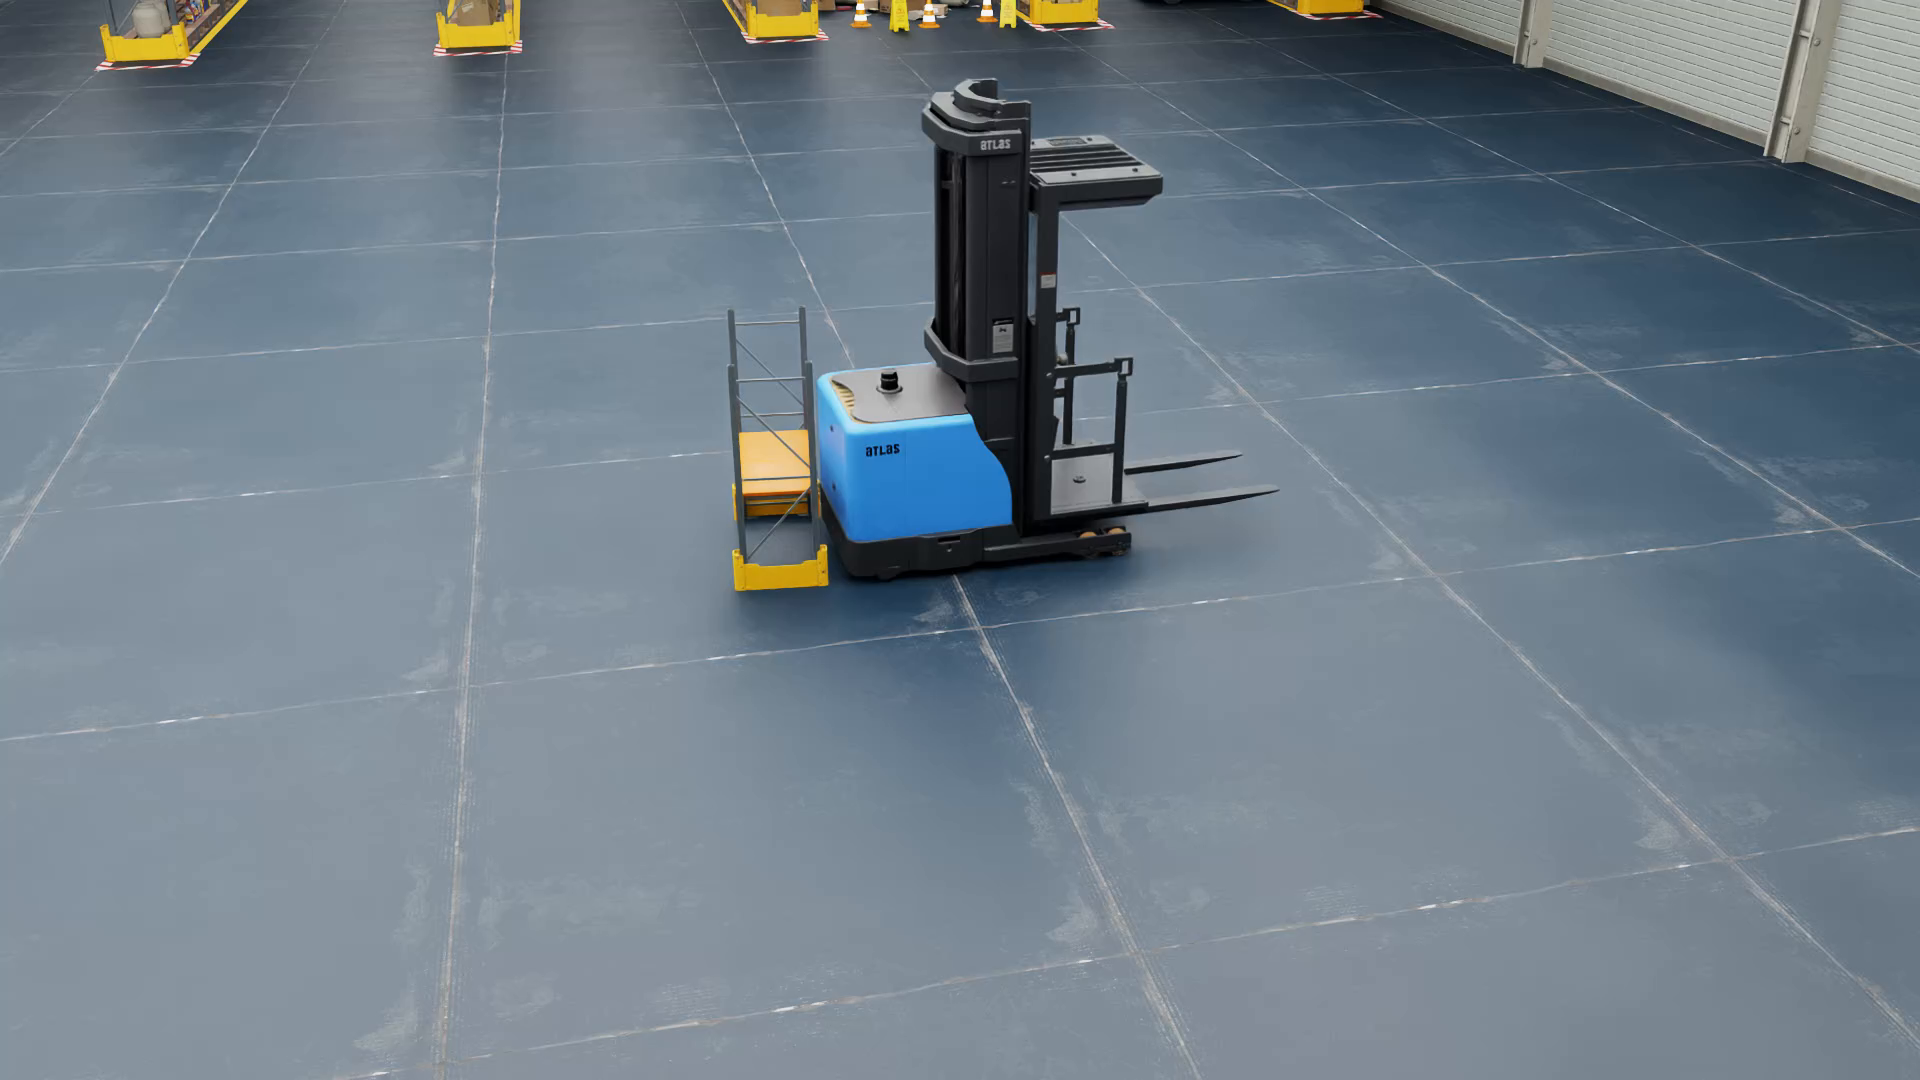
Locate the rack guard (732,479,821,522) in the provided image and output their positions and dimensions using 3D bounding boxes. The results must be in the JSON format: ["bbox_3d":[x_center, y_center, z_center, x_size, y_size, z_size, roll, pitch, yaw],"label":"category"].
[{"bbox_3d":[-1.250,-0.270,11.354,0.587,0.250,0.087,-3,27,-6],"label":"rack guard"}]

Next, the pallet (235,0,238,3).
[{"bbox_3d":[-14.045,-10.256,31.182,1.003,0.211,1.213,-6,27,-12],"label":"pallet"}]

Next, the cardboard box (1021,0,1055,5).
[{"bbox_3d":[1.381,-9.675,29.521,0.500,0.250,0.500,-6,27,-12],"label":"cardboard box"}]

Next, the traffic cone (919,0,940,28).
[{"bbox_3d":[-0.528,-9.040,28.493,0.336,0.463,0.334,-6,27,-12],"label":"traffic cone"}]

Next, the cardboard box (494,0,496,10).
[{"bbox_3d":[-8.239,-9.254,28.409,0.500,0.500,0.500,-3,27,-7],"label":"cardboard box"}]

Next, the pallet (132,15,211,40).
[{"bbox_3d":[-13.162,-8.543,27.788,1.003,0.211,1.213,-6,27,-12],"label":"pallet"}]

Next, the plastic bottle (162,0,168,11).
[{"bbox_3d":[-13.623,-9.154,28.443,0.097,0.271,0.097,0,27,0],"label":"plastic bottle"}]

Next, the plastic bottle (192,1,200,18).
[{"bbox_3d":[-12.900,-8.957,28.053,0.097,0.271,0.097,0,27,0],"label":"plastic bottle"}]

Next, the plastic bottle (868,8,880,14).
[{"bbox_3d":[-1.569,-9.512,29.875,0.133,0.061,0.283,-16,31,-29],"label":"plastic bottle"}]

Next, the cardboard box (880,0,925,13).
[{"bbox_3d":[-1.032,-9.776,29.907,0.637,0.503,0.797,19,32,32],"label":"cardboard box"}]

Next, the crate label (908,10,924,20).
[{"bbox_3d":[-0.765,-9.233,29.238,0.250,0.136,0.298,-23,35,-38],"label":"crate label"}]

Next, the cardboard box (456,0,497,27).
[{"bbox_3d":[-7.949,-8.718,27.348,0.500,0.500,0.500,-1,27,-2],"label":"cardboard box"}]

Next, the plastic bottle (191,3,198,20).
[{"bbox_3d":[-12.855,-8.868,27.877,0.097,0.271,0.097,0,27,0],"label":"plastic bottle"}]

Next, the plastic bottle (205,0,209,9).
[{"bbox_3d":[-13.125,-9.384,28.811,0.144,0.351,0.185,-7,28,-13],"label":"plastic bottle"}]

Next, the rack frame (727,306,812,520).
[{"bbox_3d":[-1.250,-0.828,11.073,0.500,1.500,0.032,-3,27,-6],"label":"rack frame"}]

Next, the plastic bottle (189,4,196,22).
[{"bbox_3d":[-12.788,-8.780,27.689,0.061,0.283,0.133,-5,27,-11],"label":"plastic bottle"}]

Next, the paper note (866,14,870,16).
[{"bbox_3d":[-1.659,-9.346,29.581,0.144,0.017,0.142,3,27,6],"label":"paper note"}]

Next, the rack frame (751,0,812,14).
[{"bbox_3d":[-2.969,-9.830,27.243,1.000,3.000,0.127,-6,27,-12],"label":"rack frame"}]

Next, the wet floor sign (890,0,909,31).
[{"bbox_3d":[-1.034,-8.967,28.146,0.267,0.644,0.232,-11,29,-20],"label":"wet floor sign"}]

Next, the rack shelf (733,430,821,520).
[{"bbox_3d":[-1.188,-0.441,10.704,0.538,0.185,1.000,-3,27,-6],"label":"rack shelf"}]

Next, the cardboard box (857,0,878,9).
[{"bbox_3d":[-1.689,-9.798,30.213,0.396,0.266,0.258,-1,27,-3],"label":"cardboard box"}]

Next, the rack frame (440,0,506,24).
[{"bbox_3d":[-7.824,-9.370,26.333,1.000,3.000,0.127,-6,27,-12],"label":"rack frame"}]

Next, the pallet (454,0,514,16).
[{"bbox_3d":[-8.540,-9.590,29.863,1.003,0.211,1.213,-6,27,-12],"label":"pallet"}]

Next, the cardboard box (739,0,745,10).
[{"bbox_3d":[-3.387,-9.746,28.968,0.875,0.875,0.875,-6,27,-12],"label":"cardboard box"}]

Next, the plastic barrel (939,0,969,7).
[{"bbox_3d":[-0.110,-9.980,30.399,0.512,0.421,0.421,13,30,24],"label":"plastic barrel"}]

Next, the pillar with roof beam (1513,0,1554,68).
[{"bbox_3d":[4.545,-10.887,22.679,9.100,9.000,0.400,-6,27,-12],"label":"pillar with roof beam"}]

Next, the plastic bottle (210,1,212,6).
[{"bbox_3d":[-13.166,-9.443,29.094,0.097,0.201,0.097,0,27,0],"label":"plastic bottle"}]

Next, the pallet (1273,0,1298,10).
[{"bbox_3d":[6.453,-9.969,30.613,1.003,0.211,1.213,-6,27,-12],"label":"pallet"}]

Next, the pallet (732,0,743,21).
[{"bbox_3d":[-3.497,-9.462,29.610,1.003,0.211,1.213,-6,27,-12],"label":"pallet"}]

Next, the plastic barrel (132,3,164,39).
[{"bbox_3d":[-12.873,-8.226,26.359,0.421,0.512,0.421,0,27,0],"label":"plastic barrel"}]

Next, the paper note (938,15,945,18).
[{"bbox_3d":[-0.322,-9.264,29.417,0.148,0.019,0.142,-16,31,-29],"label":"paper note"}]

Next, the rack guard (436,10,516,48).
[{"bbox_3d":[-7.841,-8.288,26.962,1.175,0.500,0.348,-6,27,-12],"label":"rack guard"}]

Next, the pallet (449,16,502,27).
[{"bbox_3d":[-7.990,-8.519,27.741,1.003,0.211,1.213,-6,27,-12],"label":"pallet"}]

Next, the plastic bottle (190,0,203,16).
[{"bbox_3d":[-12.977,-9.053,28.238,0.152,0.276,0.135,-5,27,-11],"label":"plastic bottle"}]

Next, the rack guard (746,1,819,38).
[{"bbox_3d":[-2.964,-8.703,27.785,1.175,0.500,0.348,-6,27,-12],"label":"rack guard"}]

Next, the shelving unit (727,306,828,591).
[{"bbox_3d":[-1.189,-0.605,10.631,0.587,1.500,1.083,-3,27,-6],"label":"shelving unit"}]

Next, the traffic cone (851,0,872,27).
[{"bbox_3d":[-1.705,-9.075,28.562,0.336,0.463,0.334,-6,27,-12],"label":"traffic cone"}]

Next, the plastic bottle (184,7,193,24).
[{"bbox_3d":[-12.755,-8.674,27.491,0.097,0.271,0.097,0,27,0],"label":"plastic bottle"}]

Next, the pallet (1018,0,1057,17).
[{"bbox_3d":[1.665,-9.526,29.734,1.003,0.211,1.213,-6,27,-12],"label":"pallet"}]

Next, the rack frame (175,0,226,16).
[{"bbox_3d":[-13.551,-10.624,28.815,1.000,3.000,0.127,-6,27,-12],"label":"rack frame"}]

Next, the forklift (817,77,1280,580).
[{"bbox_3d":[0.627,-1.414,10.645,3.031,2.935,1.130,-7,28,-14],"label":"forklift"}]

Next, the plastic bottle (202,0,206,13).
[{"bbox_3d":[-13.005,-9.202,28.526,0.061,0.283,0.133,-4,27,-8],"label":"plastic bottle"}]

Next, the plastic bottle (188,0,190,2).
[{"bbox_3d":[-13.103,-9.106,28.335,0.061,0.283,0.133,-6,27,-12],"label":"plastic bottle"}]

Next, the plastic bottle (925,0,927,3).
[{"bbox_3d":[-0.607,-10.064,30.968,0.133,0.061,0.283,-1,27,-3],"label":"plastic bottle"}]
